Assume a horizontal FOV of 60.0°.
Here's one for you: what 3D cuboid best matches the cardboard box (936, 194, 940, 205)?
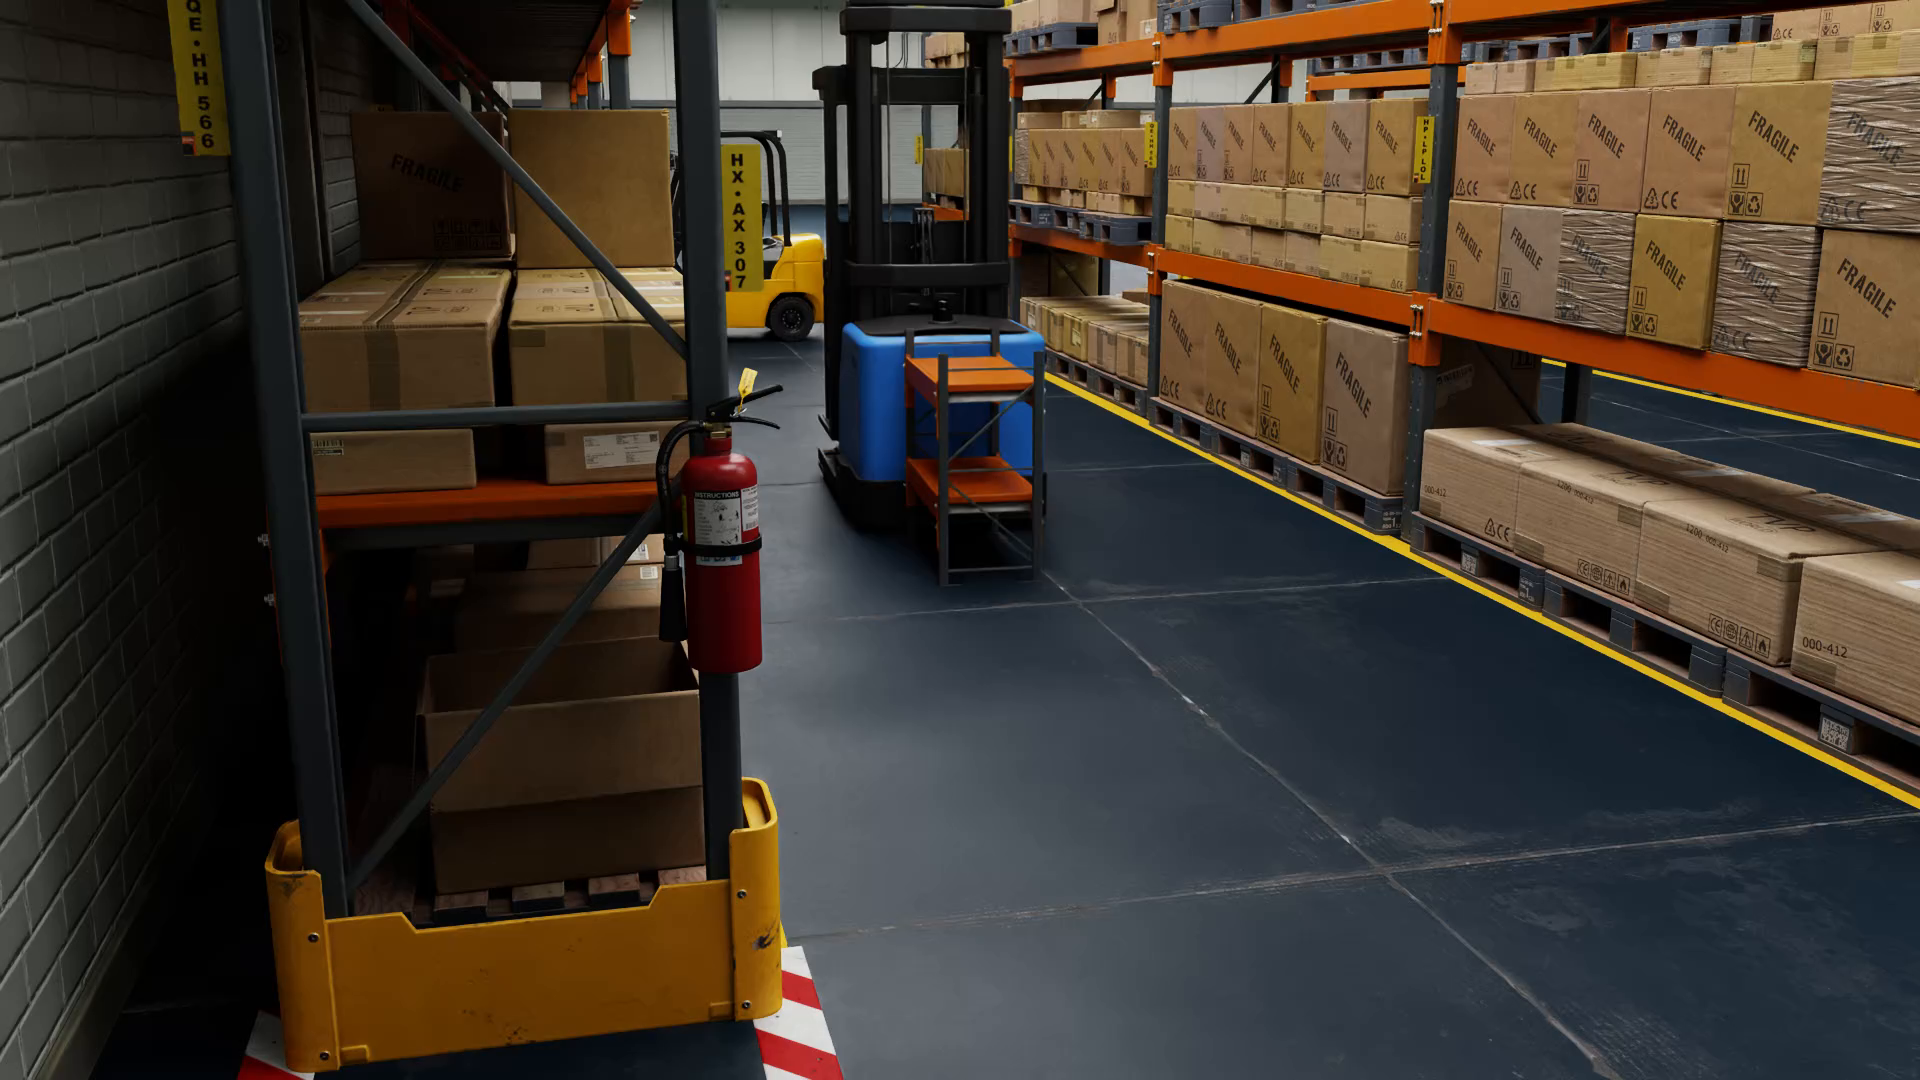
[{"bbox_3d":[-0.077,-4.027,19.621,0.380,0.149,0.250,-3,14,-13],"label":"cardboard box"}]

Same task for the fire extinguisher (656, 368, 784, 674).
[{"bbox_3d":[-0.538,-0.044,3.735,0.296,0.674,0.183,-3,14,-13],"label":"fire extinguisher"}]

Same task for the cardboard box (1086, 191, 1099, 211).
[{"bbox_3d":[1.252,-2.773,13.601,0.380,0.149,0.250,-3,14,-12],"label":"cardboard box"}]

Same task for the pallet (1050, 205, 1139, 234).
[{"bbox_3d":[1.418,-2.755,14.287,1.003,0.211,1.213,-3,14,-13],"label":"pallet"}]

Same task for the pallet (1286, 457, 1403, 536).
[{"bbox_3d":[2.608,-0.290,9.670,1.003,0.211,1.213,-3,14,-13],"label":"pallet"}]

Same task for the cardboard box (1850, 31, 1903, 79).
[{"bbox_3d":[3.278,-1.642,5.642,0.380,0.149,0.250,-3,14,-12],"label":"cardboard box"}]

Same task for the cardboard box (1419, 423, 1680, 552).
[{"bbox_3d":[2.906,-0.279,8.265,0.875,0.438,0.875,-3,14,-14],"label":"cardboard box"}]

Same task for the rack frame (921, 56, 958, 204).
[{"bbox_3d":[0.044,-4.239,19.959,1.000,3.000,0.127,-3,14,-13],"label":"rack frame"}]

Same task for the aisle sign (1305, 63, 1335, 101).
[{"bbox_3d":[4.524,-5.801,20.873,0.394,0.787,0.004,-3,14,-13],"label":"aisle sign"}]

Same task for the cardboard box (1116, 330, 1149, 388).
[{"bbox_3d":[1.800,-1.452,13.202,0.950,0.372,0.625,-4,14,-17],"label":"cardboard box"}]

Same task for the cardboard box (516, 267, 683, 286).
[{"bbox_3d":[-1.108,-0.695,5.141,0.500,0.250,0.500,-4,14,-14],"label":"cardboard box"}]

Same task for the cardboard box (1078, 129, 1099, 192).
[{"bbox_3d":[1.294,-3.115,13.635,0.500,0.500,0.500,-4,14,-17],"label":"cardboard box"}]

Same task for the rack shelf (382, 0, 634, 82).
[{"bbox_3d":[-2.431,-2.762,9.110,1.077,0.370,4.000,-3,14,-13],"label":"rack shelf"}]

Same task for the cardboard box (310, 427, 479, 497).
[{"bbox_3d":[-1.361,-0.210,3.996,0.380,0.149,0.250,-3,14,-14],"label":"cardboard box"}]

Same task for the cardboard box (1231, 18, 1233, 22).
[{"bbox_3d":[2.014,-3.811,12.415,0.380,0.149,0.250,-3,14,-13],"label":"cardboard box"}]

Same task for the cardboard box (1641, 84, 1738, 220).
[{"bbox_3d":[3.077,-1.530,6.551,0.500,0.500,0.500,-3,14,-14],"label":"cardboard box"}]

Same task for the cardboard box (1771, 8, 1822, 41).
[{"bbox_3d":[6.586,-4.052,12.662,0.500,0.500,0.500,-3,14,-13],"label":"cardboard box"}]

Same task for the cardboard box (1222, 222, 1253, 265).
[{"bbox_3d":[2.049,-1.955,10.925,0.500,0.250,0.500,-3,14,-11],"label":"cardboard box"}]

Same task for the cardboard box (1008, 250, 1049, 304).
[{"bbox_3d":[0.584,-2.671,16.867,0.500,0.500,0.500,-3,14,-14],"label":"cardboard box"}]

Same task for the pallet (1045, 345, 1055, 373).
[{"bbox_3d":[1.168,-1.782,15.778,1.003,0.211,1.213,-3,14,-13],"label":"pallet"}]

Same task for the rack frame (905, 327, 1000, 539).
[{"bbox_3d":[-0.038,-0.568,8.880,0.500,1.125,0.032,-3,14,-10],"label":"rack frame"}]

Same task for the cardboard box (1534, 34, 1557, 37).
[{"bbox_3d":[5.671,-5.107,16.378,0.258,0.266,0.396,-4,14,-14],"label":"cardboard box"}]

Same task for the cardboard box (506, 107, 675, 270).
[{"bbox_3d":[-1.219,-1.172,5.514,0.500,0.500,0.500,-3,14,-12],"label":"cardboard box"}]

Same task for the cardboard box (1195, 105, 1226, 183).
[{"bbox_3d":[1.927,-2.687,11.286,0.500,0.500,0.500,-3,14,-13],"label":"cardboard box"}]

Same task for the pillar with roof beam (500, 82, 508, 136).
[{"bbox_3d":[-6.944,-12.442,40.892,9.100,9.000,0.400,-3,14,-13],"label":"pillar with roof beam"}]

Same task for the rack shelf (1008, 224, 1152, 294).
[{"bbox_3d":[1.453,-2.506,14.379,1.077,0.370,4.000,-3,14,-13],"label":"rack shelf"}]

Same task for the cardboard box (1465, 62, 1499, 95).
[{"bbox_3d":[2.684,-2.233,8.063,0.380,0.149,0.250,-3,14,-14],"label":"cardboard box"}]

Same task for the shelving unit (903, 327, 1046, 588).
[{"bbox_3d":[0.054,-0.449,8.395,0.538,1.125,1.048,-3,14,-10],"label":"shelving unit"}]

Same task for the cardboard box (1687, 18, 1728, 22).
[{"bbox_3d":[6.174,-4.584,14.141,0.500,0.311,0.500,-3,14,-13],"label":"cardboard box"}]

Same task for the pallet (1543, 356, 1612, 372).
[{"bbox_3d":[6.316,-1.805,15.872,1.003,0.211,1.213,-3,14,-13],"label":"pallet"}]

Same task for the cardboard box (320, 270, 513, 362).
[{"bbox_3d":[-1.620,-0.667,5.027,0.500,0.250,0.500,-3,14,-11],"label":"cardboard box"}]

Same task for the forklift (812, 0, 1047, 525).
[{"bbox_3d":[-0.298,-1.807,10.146,1.130,2.935,3.031,-3,14,-10],"label":"forklift"}]

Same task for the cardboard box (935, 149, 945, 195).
[{"bbox_3d":[0.011,-4.188,18.913,0.500,0.500,0.500,-3,14,-11],"label":"cardboard box"}]

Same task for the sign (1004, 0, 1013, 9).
[{"bbox_3d":[0.458,-4.993,15.633,0.100,0.325,0.005,-3,14,-13],"label":"sign"}]

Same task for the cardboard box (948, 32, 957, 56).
[{"bbox_3d":[0.158,-5.403,18.090,0.500,0.250,0.500,-3,14,-12],"label":"cardboard box"}]

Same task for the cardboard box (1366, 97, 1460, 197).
[{"bbox_3d":[2.513,-2.094,8.862,0.500,0.500,0.500,-3,14,-11],"label":"cardboard box"}]

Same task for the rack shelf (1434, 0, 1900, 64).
[{"bbox_3d":[3.332,-2.117,6.468,1.077,0.370,4.000,-3,14,-13],"label":"rack shelf"}]

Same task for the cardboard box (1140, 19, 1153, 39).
[{"bbox_3d":[1.579,-3.847,12.561,0.380,0.149,0.250,-3,14,-13],"label":"cardboard box"}]

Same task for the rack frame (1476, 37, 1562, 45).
[{"bbox_3d":[5.771,-6.530,16.694,1.000,3.000,0.127,-3,14,-13],"label":"rack frame"}]

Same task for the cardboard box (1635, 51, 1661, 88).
[{"bbox_3d":[3.033,-1.941,6.868,0.380,0.149,0.250,-3,14,-13],"label":"cardboard box"}]

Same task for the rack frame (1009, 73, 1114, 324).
[{"bbox_3d":[0.984,-3.317,16.182,1.000,3.000,0.127,-3,14,-13],"label":"rack frame"}]

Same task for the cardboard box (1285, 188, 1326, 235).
[{"bbox_3d":[2.270,-1.963,9.905,0.500,0.250,0.500,-3,14,-12],"label":"cardboard box"}]

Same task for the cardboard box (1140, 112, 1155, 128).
[{"bbox_3d":[1.573,-3.715,14.722,0.380,0.149,0.250,-4,14,-16],"label":"cardboard box"}]

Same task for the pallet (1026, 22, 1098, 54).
[{"bbox_3d":[1.272,-4.295,14.262,1.213,0.211,1.003,-3,14,-13],"label":"pallet"}]

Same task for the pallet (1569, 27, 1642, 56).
[{"bbox_3d":[6.243,-4.462,14.947,1.003,0.211,1.213,-3,14,-11],"label":"pallet"}]

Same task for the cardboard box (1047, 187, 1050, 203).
[{"bbox_3d":[0.997,-3.134,15.080,0.380,0.149,0.250,-2,14,-10],"label":"cardboard box"}]

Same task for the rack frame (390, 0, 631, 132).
[{"bbox_3d":[-1.962,-1.193,7.492,1.000,3.000,0.127,-3,14,-13],"label":"rack frame"}]

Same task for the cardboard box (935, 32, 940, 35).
[{"bbox_3d":[-0.071,-5.868,19.156,0.380,0.149,0.250,-3,14,-14],"label":"cardboard box"}]

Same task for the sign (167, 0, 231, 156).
[{"bbox_3d":[-1.566,-0.960,3.432,0.100,0.325,0.005,-3,14,-13],"label":"sign"}]

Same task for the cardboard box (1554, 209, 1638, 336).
[{"bbox_3d":[2.943,-1.165,7.166,0.500,0.500,0.500,-3,14,-13],"label":"cardboard box"}]

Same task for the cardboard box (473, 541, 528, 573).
[{"bbox_3d":[-1.480,0.154,6.357,0.700,0.500,0.500,-4,14,-15],"label":"cardboard box"}]

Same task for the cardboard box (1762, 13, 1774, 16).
[{"bbox_3d":[6.788,-4.367,13.593,0.380,0.149,0.250,-4,14,-15],"label":"cardboard box"}]

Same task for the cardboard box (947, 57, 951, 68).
[{"bbox_3d":[0.066,-5.305,18.532,0.380,0.149,0.250,-3,14,-14],"label":"cardboard box"}]
